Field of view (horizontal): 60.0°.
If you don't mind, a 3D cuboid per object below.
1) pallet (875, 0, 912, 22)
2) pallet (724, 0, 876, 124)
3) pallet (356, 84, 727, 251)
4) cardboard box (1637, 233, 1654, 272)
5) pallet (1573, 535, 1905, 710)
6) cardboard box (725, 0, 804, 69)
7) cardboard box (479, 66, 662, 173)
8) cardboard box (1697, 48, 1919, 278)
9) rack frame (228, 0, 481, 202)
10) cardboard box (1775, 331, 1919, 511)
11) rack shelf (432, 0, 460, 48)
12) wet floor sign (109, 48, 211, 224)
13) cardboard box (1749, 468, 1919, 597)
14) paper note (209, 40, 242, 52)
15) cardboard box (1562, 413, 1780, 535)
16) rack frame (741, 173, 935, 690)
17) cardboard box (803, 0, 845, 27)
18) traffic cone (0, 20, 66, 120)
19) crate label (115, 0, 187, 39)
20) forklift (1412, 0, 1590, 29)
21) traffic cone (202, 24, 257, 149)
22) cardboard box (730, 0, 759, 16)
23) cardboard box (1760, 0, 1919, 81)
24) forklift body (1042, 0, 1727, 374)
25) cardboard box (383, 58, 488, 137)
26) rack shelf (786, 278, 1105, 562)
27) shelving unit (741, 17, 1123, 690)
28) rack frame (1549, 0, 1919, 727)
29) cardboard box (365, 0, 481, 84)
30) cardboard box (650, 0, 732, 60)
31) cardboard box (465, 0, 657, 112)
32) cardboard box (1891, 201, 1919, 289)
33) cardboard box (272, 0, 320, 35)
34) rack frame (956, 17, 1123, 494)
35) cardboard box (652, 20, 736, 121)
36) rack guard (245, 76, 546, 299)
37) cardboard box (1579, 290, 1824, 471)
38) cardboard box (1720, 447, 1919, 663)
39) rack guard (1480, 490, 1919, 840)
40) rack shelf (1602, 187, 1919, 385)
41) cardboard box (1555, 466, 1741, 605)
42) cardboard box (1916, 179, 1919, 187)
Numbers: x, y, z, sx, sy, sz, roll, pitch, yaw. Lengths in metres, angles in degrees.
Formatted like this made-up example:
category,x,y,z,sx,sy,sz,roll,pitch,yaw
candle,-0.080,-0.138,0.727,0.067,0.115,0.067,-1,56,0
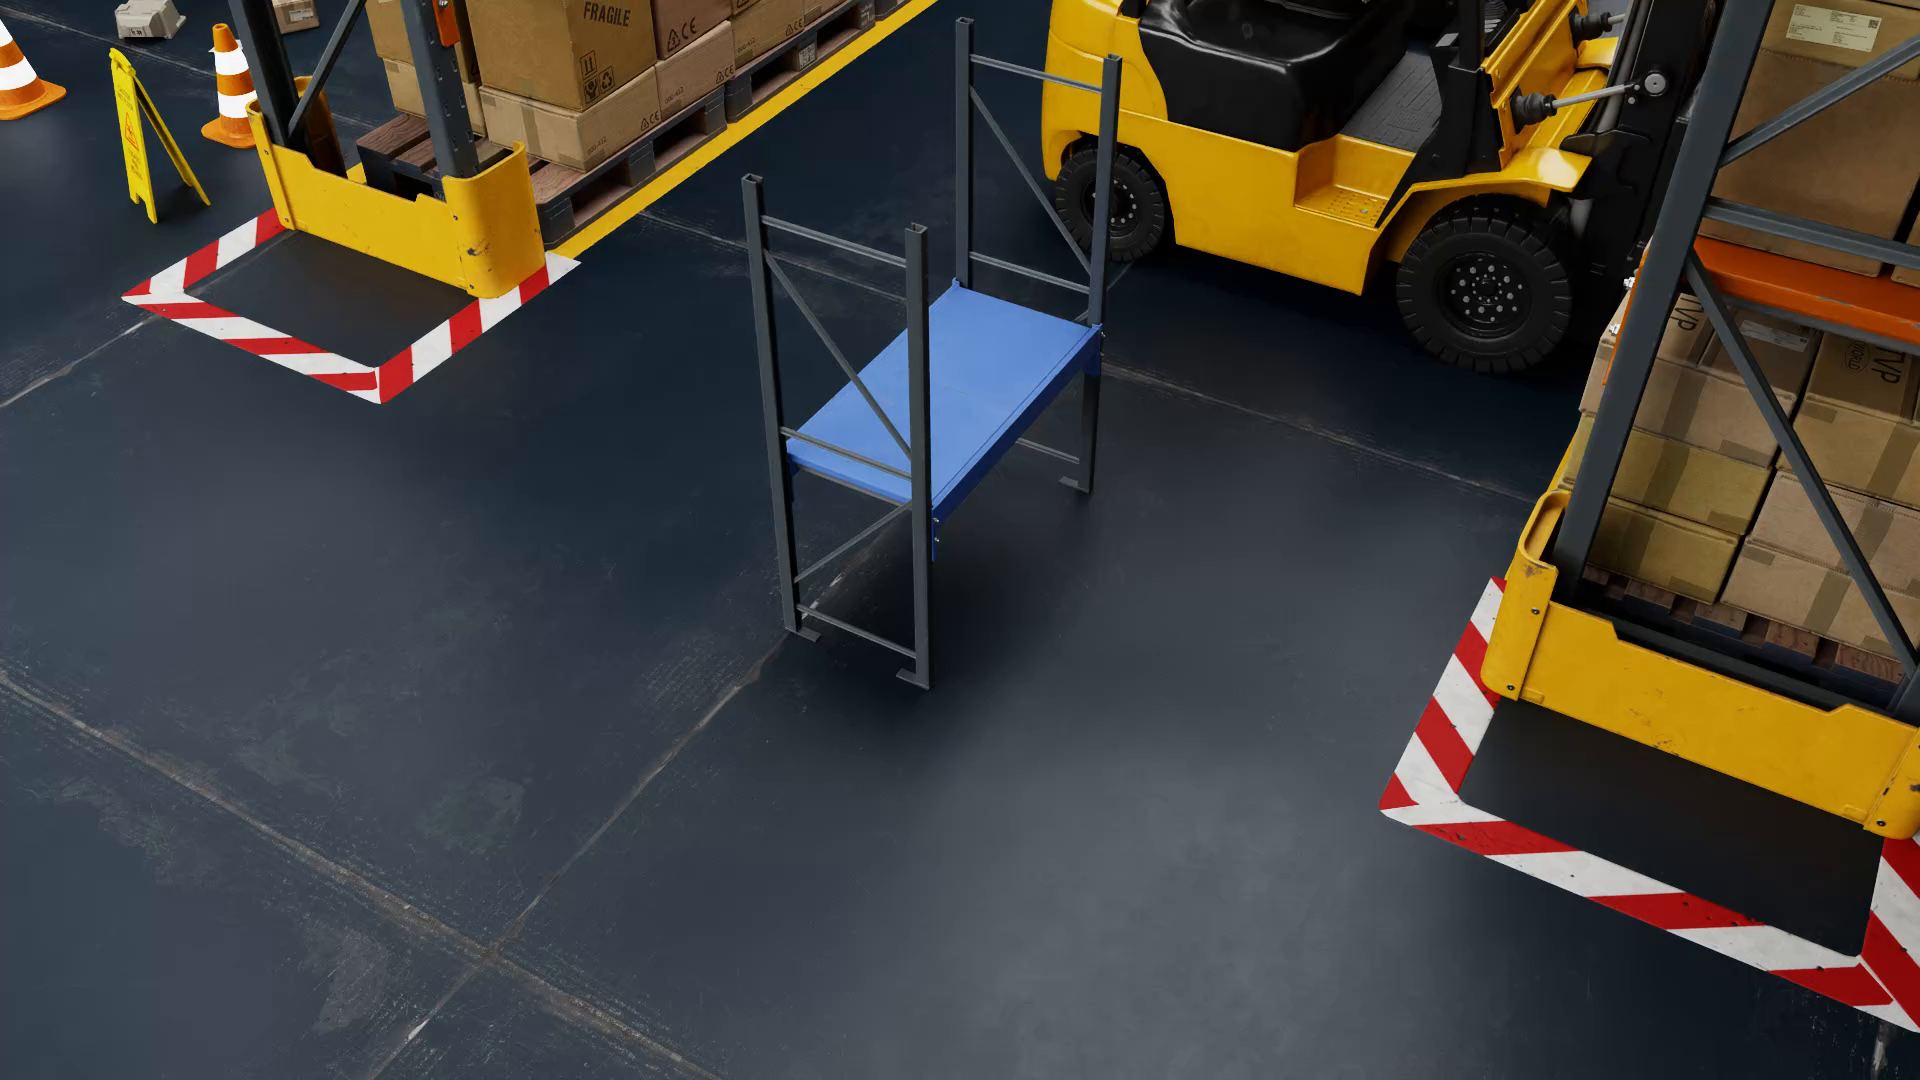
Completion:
category,x,y,z,sx,sy,sz,roll,pitch,yaw
pallet,-0.521,-3.115,8.628,1.003,0.211,1.213,21,45,22
pallet,-1.131,-2.414,7.832,1.003,0.211,1.213,21,45,22
pallet,-1.742,-1.719,7.042,1.003,0.211,1.213,21,45,22
cardboard box,2.293,-0.791,4.885,0.500,0.250,0.500,22,46,23
pallet,2.429,-0.034,5.129,1.003,0.211,1.213,21,45,22
cardboard box,-1.050,-2.371,7.435,0.500,0.250,0.500,24,47,25
cardboard box,-1.574,-1.765,6.747,0.500,0.250,0.500,21,45,22
cardboard box,2.101,-1.035,4.080,0.500,0.500,0.500,20,45,21
rack frame,-2.217,-2.269,5.557,1.000,3.000,0.127,21,45,22
cardboard box,2.487,-0.343,4.376,0.500,0.250,0.500,20,45,21
rack shelf,-1.216,-3.143,7.094,1.077,0.370,4.000,21,45,22
wet floor sign,-3.239,-1.630,6.613,0.232,0.644,0.267,-29,49,-29
cardboard box,2.497,-0.143,4.527,0.500,0.250,0.500,22,46,23
paper note,-3.468,-2.354,7.900,0.148,0.019,0.142,7,42,8
cardboard box,2.055,-0.325,4.733,0.500,0.250,0.500,20,45,22
rack frame,-0.297,-0.223,4.369,0.500,1.500,0.032,21,45,22
cardboard box,-0.795,-2.659,7.762,0.500,0.250,0.500,22,46,23
traffic cone,-4.250,-2.162,7.355,0.336,0.463,0.334,21,45,22
crate label,-3.910,-2.510,7.997,0.250,0.136,0.298,0,41,0
forklift,1.575,-3.967,7.537,3.031,2.935,1.130,9,42,10
traffic cone,-3.119,-1.989,7.159,0.336,0.463,0.334,21,45,22
cardboard box,-1.047,-2.645,7.179,0.500,0.500,0.500,22,46,23
cardboard box,2.013,-1.201,3.778,0.380,0.149,0.250,22,46,23
forklift body,1.452,-1.999,5.893,2.313,2.155,1.214,21,45,22
cardboard box,-2.034,-1.960,6.969,0.500,0.250,0.500,21,45,22
rack shelf,-0.043,-0.379,4.818,0.538,0.185,1.000,21,45,22
shelving unit,-0.043,-0.514,4.699,0.538,1.500,1.048,21,45,22
rack frame,2.082,-0.629,3.695,1.000,3.000,0.127,21,45,22
cardboard box,-2.042,-2.221,6.697,0.500,0.500,0.500,21,46,22
cardboard box,-1.305,-2.360,6.856,0.500,0.500,0.500,19,45,21
cardboard box,-1.563,-2.060,6.515,0.500,0.500,0.500,19,45,21
cardboard box,2.571,-0.858,3.880,0.500,0.500,0.500,22,46,23
cardboard box,-3.311,-2.617,8.109,0.250,0.149,0.380,-21,45,-22
rack frame,0.212,-0.805,5.029,0.500,1.500,0.032,21,45,22
cardboard box,-1.312,-2.054,7.076,0.500,0.250,0.500,23,46,24
rack guard,-2.179,-1.374,6.432,1.175,0.500,0.348,21,45,22
cardboard box,2.043,-0.497,4.551,0.500,0.250,0.500,22,46,23
cardboard box,2.497,0.029,4.711,0.500,0.250,0.500,21,46,22
rack guard,2.070,0.322,4.506,1.175,0.500,0.348,21,45,22
rack shelf,3.083,-1.504,5.232,1.077,0.370,4.000,21,45,22
cardboard box,2.044,-0.128,4.889,0.500,0.250,0.500,21,46,22
cardboard box,2.812,-1.164,4.226,0.500,0.500,0.500,22,46,23
